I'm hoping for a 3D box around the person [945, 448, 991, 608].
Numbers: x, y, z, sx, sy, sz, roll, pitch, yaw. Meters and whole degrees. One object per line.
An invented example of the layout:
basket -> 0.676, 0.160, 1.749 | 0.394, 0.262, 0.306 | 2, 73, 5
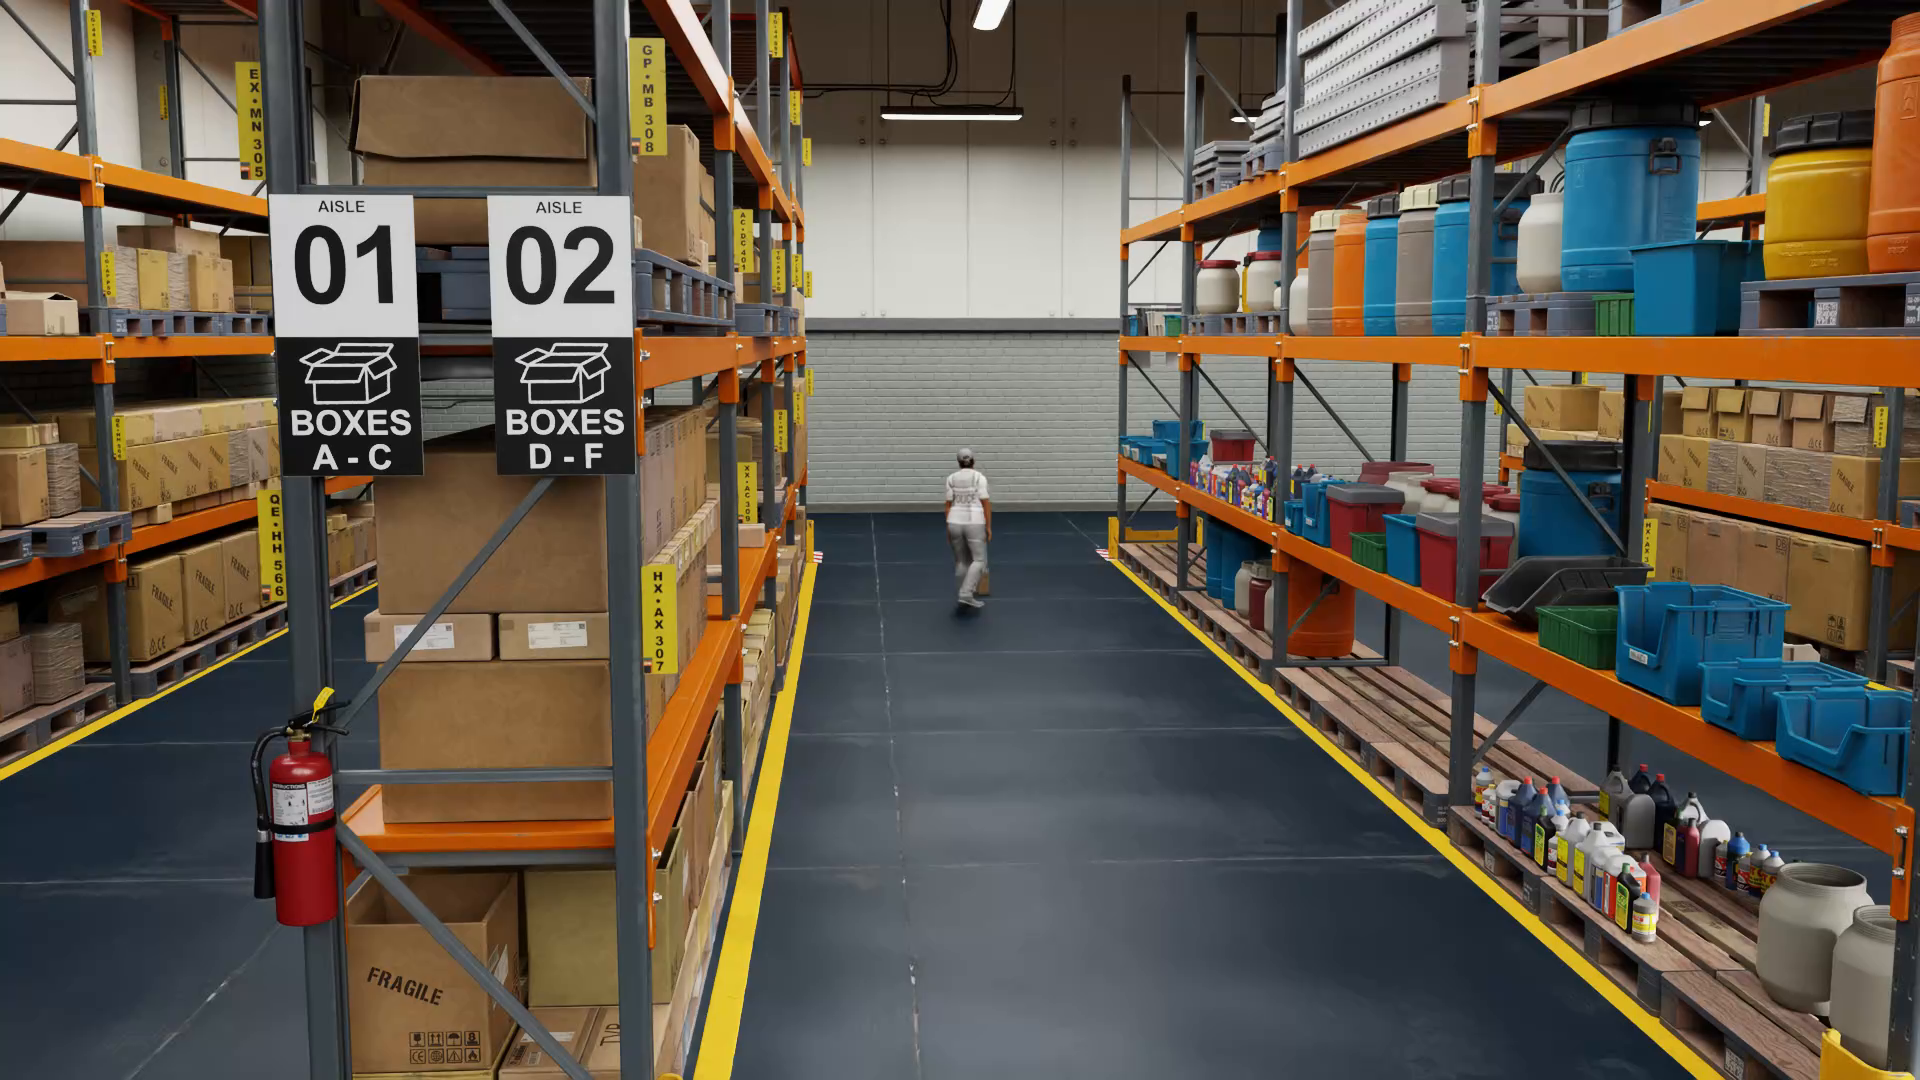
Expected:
person -> 0.066, -0.108, 17.097 | 0.511, 1.658, 0.660 | 3, 8, 25
